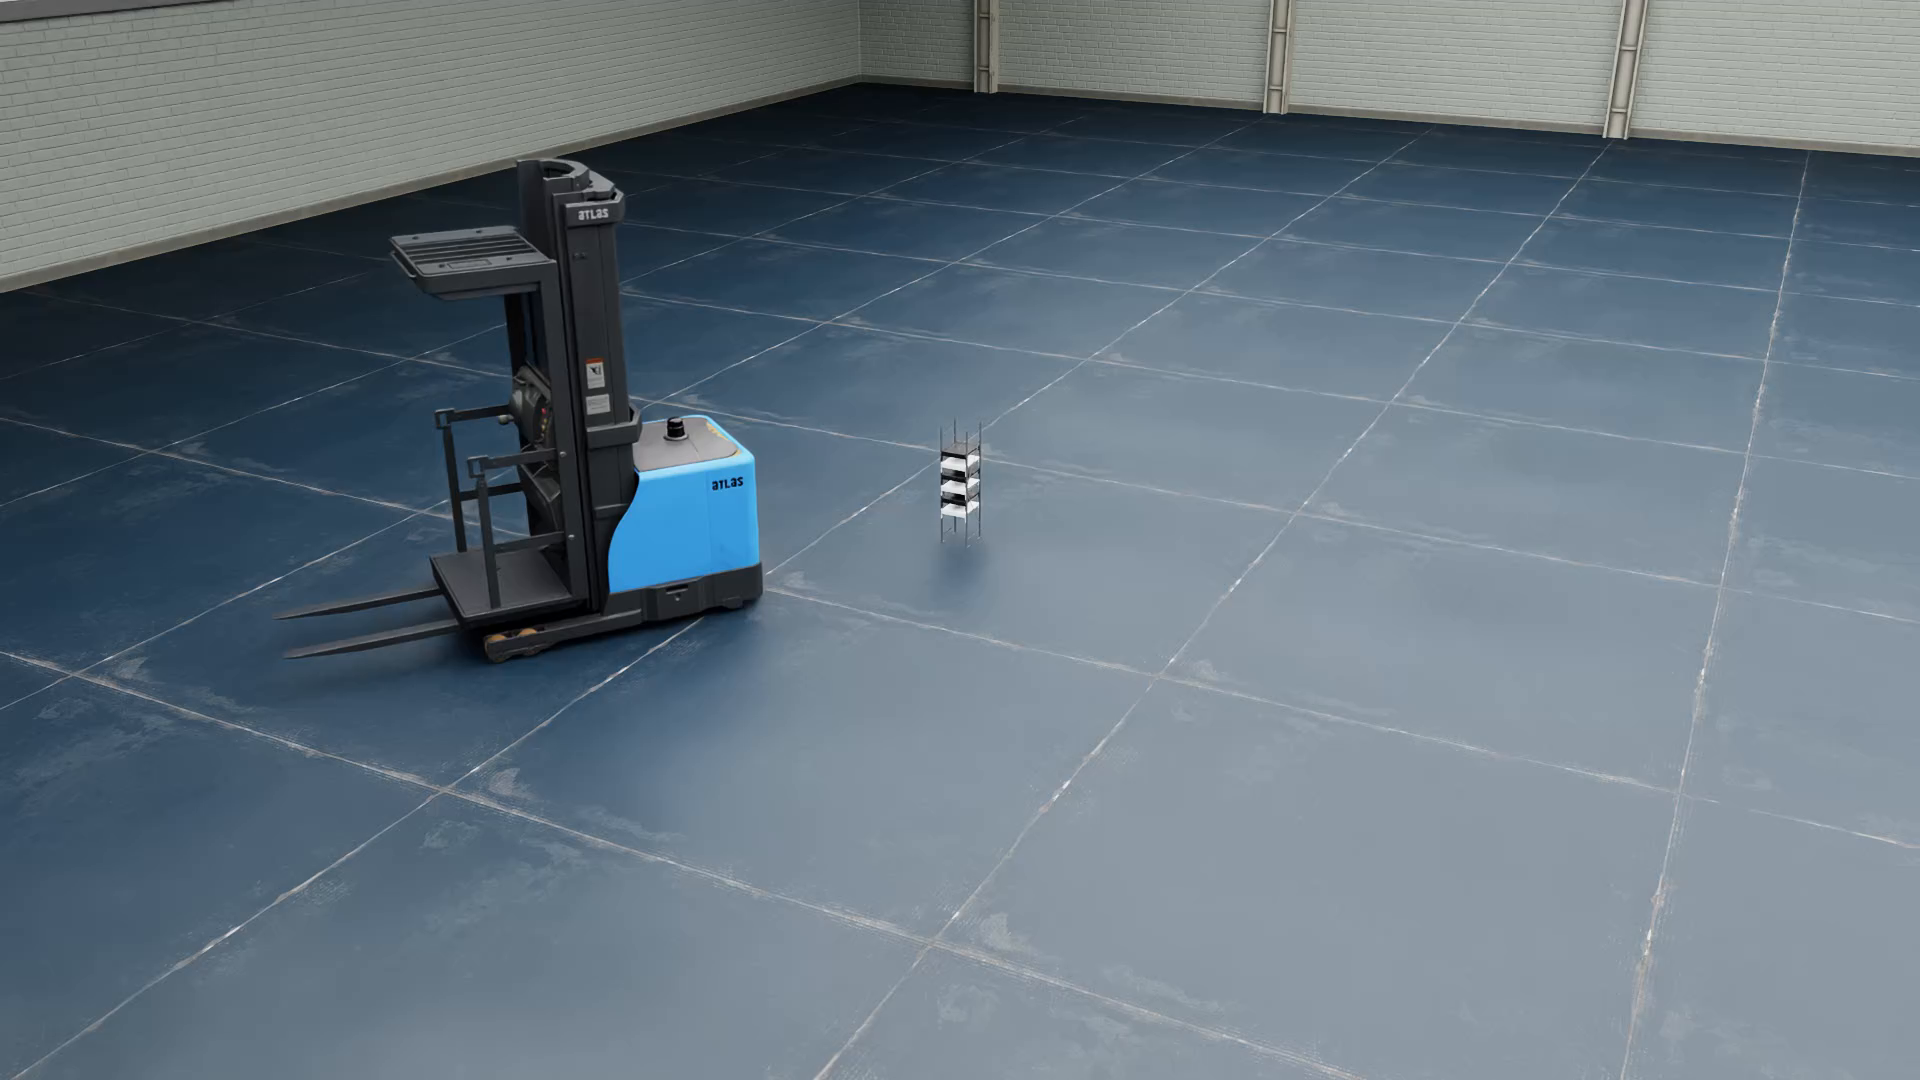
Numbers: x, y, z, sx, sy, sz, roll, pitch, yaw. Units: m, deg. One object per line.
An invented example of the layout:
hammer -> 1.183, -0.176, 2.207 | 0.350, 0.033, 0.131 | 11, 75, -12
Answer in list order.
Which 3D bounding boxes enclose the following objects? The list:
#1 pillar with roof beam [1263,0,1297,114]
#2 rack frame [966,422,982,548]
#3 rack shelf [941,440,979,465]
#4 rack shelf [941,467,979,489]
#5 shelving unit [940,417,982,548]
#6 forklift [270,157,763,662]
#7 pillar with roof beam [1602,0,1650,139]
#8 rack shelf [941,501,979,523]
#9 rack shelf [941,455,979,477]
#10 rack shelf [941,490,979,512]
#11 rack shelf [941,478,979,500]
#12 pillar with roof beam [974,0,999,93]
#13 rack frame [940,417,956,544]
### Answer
pillar with roof beam -> 3.934, -10.599, 25.674 | 0.400, 9.000, 9.100 | 11, 25, 25
rack frame -> 0.098, -0.395, 12.028 | 0.006, 0.900, 0.240 | 11, 25, 25
rack shelf -> 0.007, -0.630, 11.978 | 0.200, 0.077, 0.258 | 11, 25, 25
rack shelf -> 0.007, -0.465, 12.048 | 0.200, 0.077, 0.258 | 11, 25, 25
shelving unit -> 0.007, -0.413, 12.071 | 0.210, 0.900, 0.258 | 11, 25, 25
forklift -> -2.877, -0.818, 10.429 | 3.031, 2.935, 1.130 | -11, 26, -25
pillar with roof beam -> 9.288, -9.540, 23.183 | 0.400, 9.000, 9.100 | 11, 25, 25
rack shelf -> 0.007, -0.216, 12.154 | 0.200, 0.077, 0.258 | 11, 25, 25
rack shelf -> 0.007, -0.548, 12.013 | 0.200, 0.077, 0.258 | 11, 25, 25
rack shelf -> 0.007, -0.299, 12.119 | 0.200, 0.077, 0.258 | 11, 25, 25
rack shelf -> 0.007, -0.382, 12.084 | 0.200, 0.077, 0.258 | 11, 25, 25
pillar with roof beam -> -1.421, -11.658, 28.165 | 0.400, 9.000, 9.100 | 11, 25, 25
rack frame -> -0.083, -0.431, 12.113 | 0.006, 0.900, 0.240 | 11, 25, 25
